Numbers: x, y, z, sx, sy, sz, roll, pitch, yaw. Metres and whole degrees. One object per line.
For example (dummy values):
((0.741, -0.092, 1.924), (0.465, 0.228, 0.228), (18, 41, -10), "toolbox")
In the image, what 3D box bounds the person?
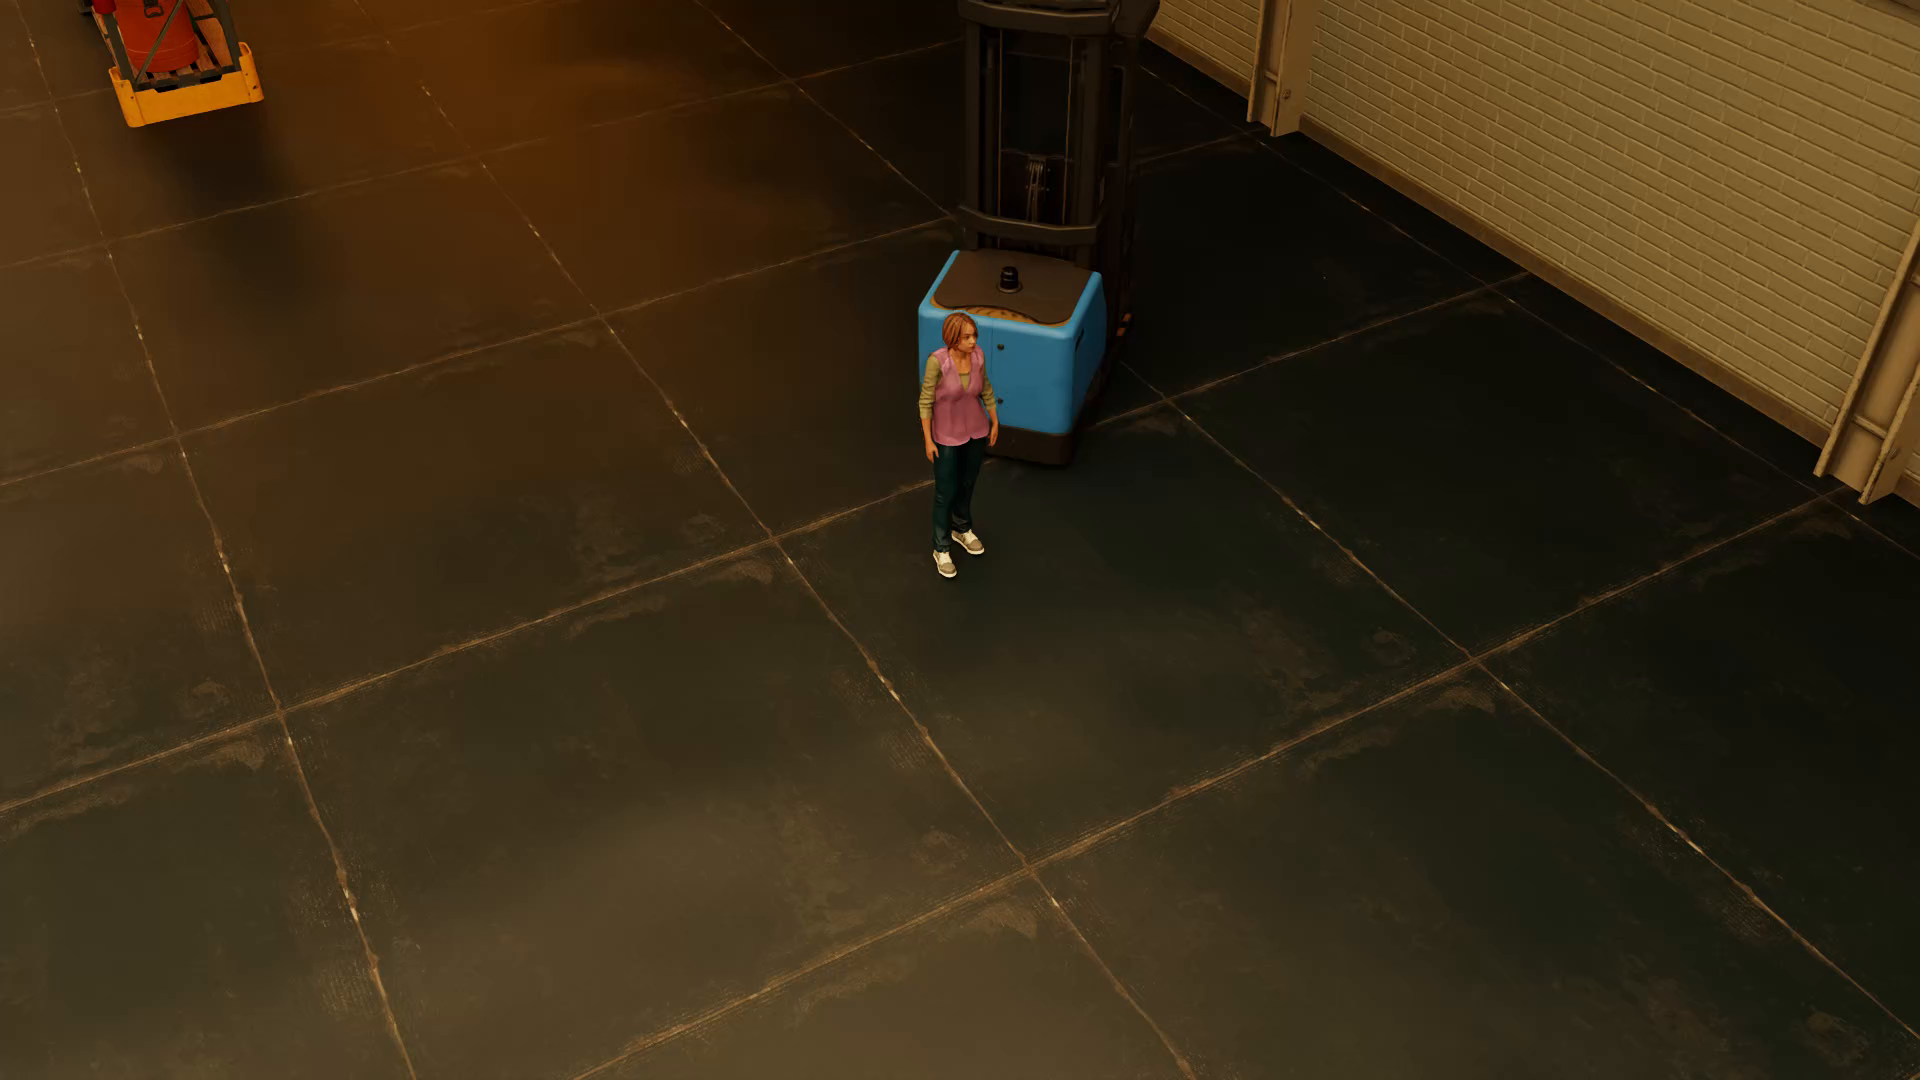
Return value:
((0.025, -0.575, 9.763), (0.521, 1.597, 0.474), (-20, 44, -23), "person")

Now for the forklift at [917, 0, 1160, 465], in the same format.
((0.642, -2.563, 11.126), (1.130, 2.935, 3.031), (11, 41, 13), "forklift")
